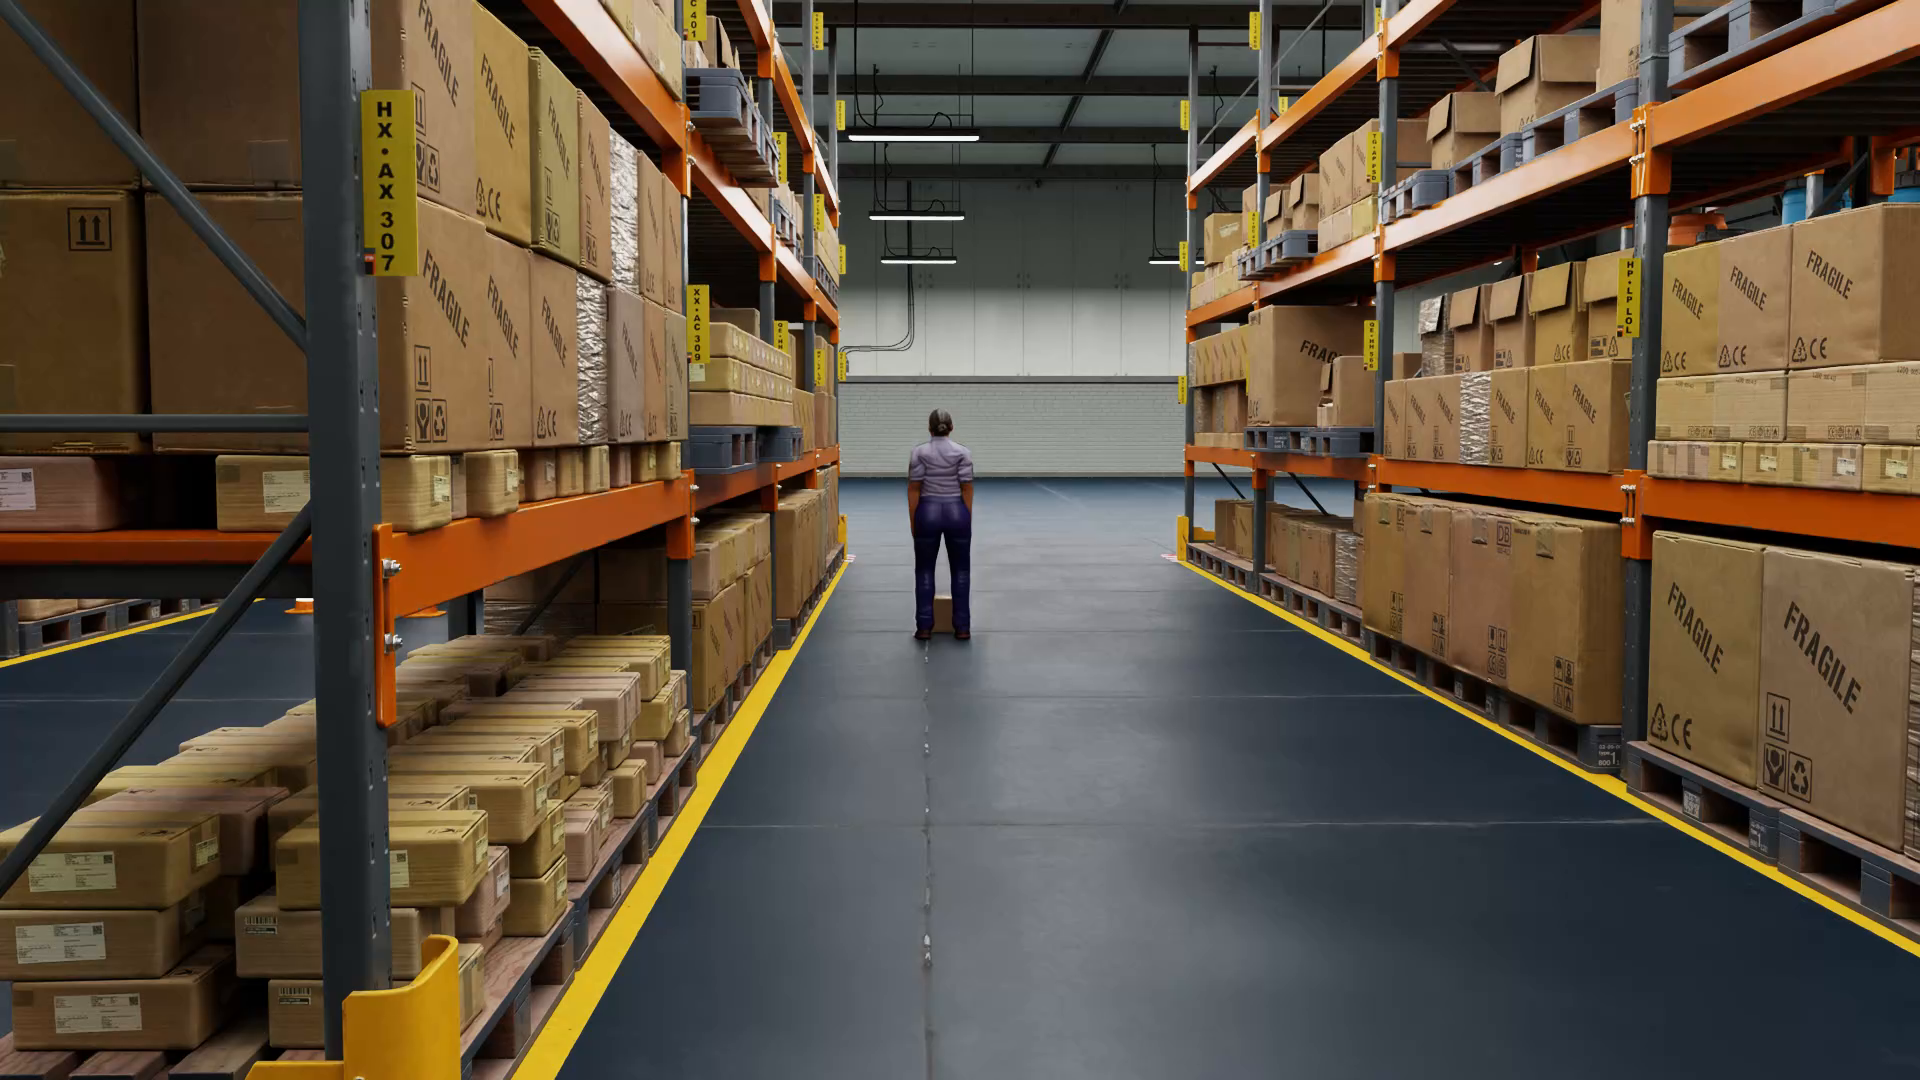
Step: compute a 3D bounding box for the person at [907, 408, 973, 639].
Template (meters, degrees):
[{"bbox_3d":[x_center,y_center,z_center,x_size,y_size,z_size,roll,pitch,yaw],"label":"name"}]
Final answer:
[{"bbox_3d":[-0.139,-0.114,11.839,0.467,1.645,0.342,0,4,0],"label":"person"}]
